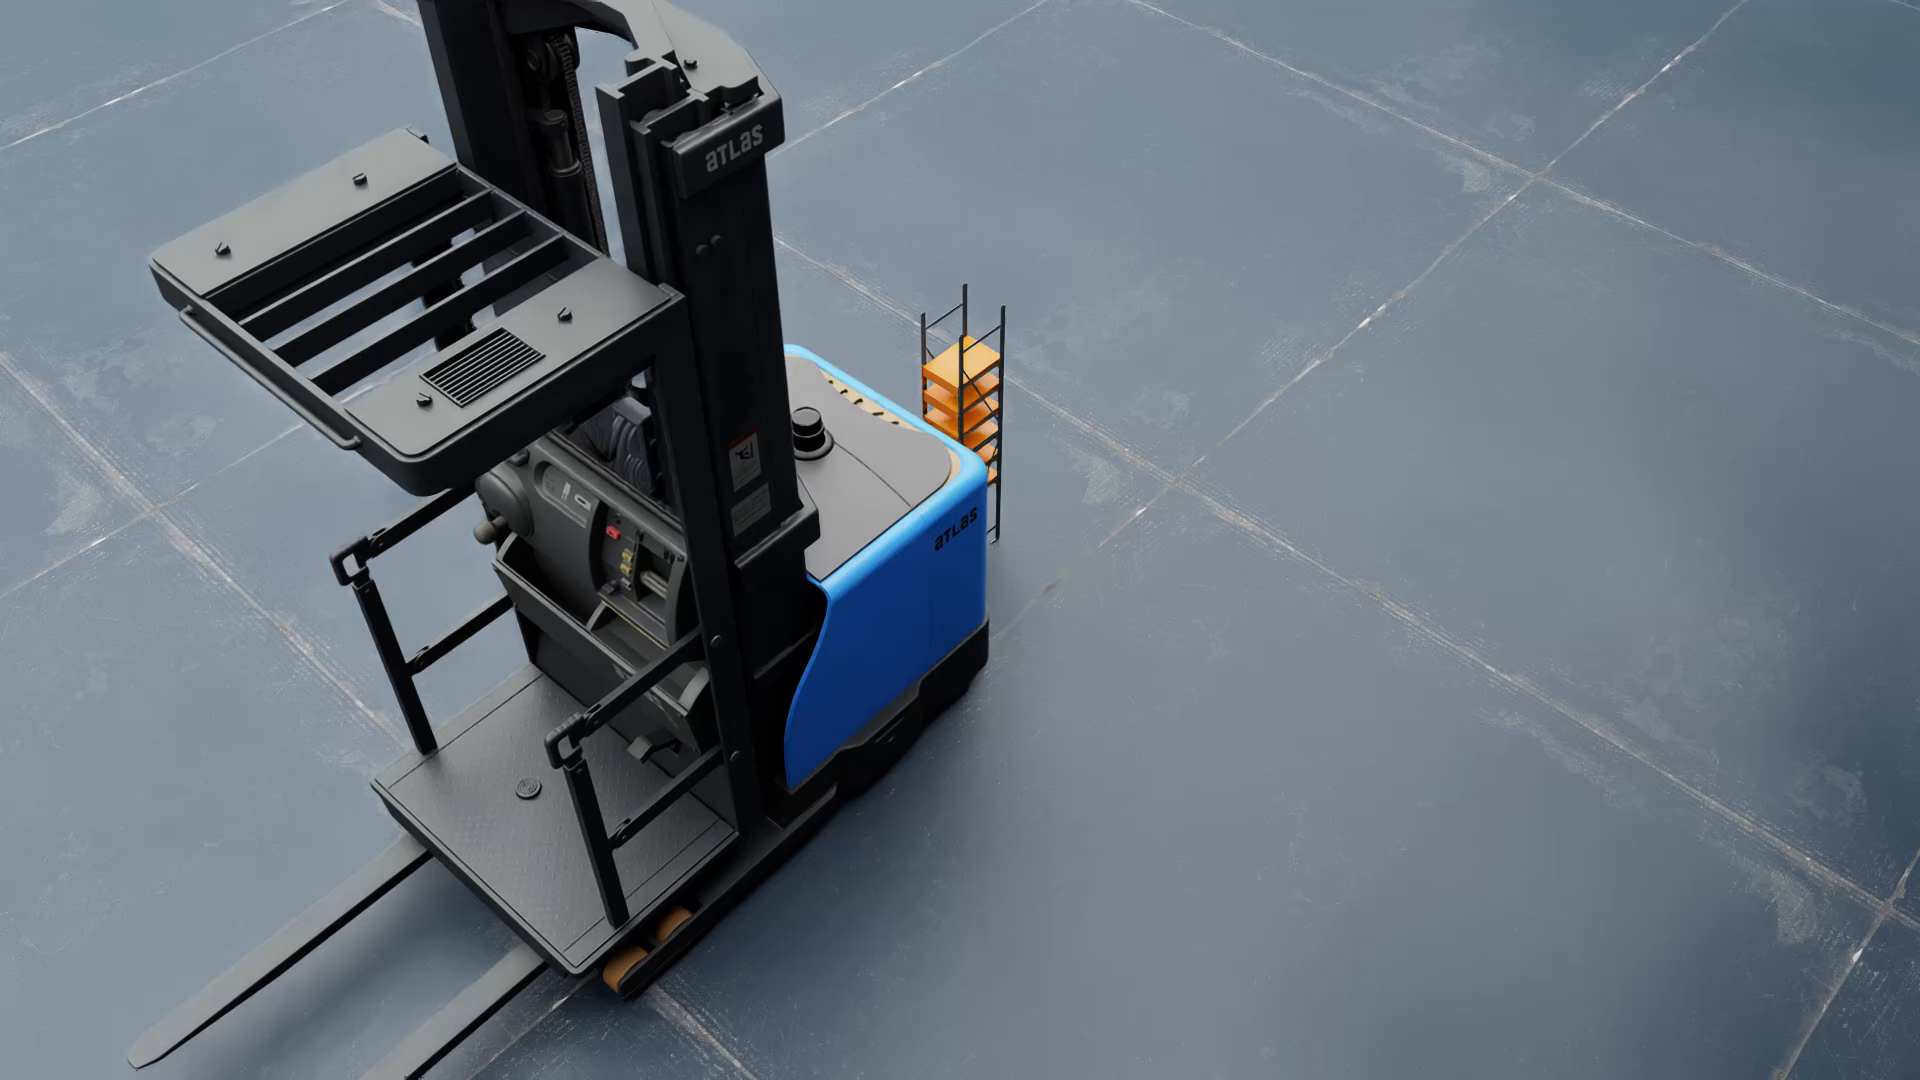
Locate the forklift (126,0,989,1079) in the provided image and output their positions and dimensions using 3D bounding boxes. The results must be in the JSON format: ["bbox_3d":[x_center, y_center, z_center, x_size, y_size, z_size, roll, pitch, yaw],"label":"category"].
[{"bbox_3d":[-1.248,0.039,4.703,1.130,2.935,3.031,33,55,27],"label":"forklift"}]

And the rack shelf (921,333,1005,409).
[{"bbox_3d":[0.011,-0.620,6.076,0.180,0.103,0.258,34,55,28],"label":"rack shelf"}]

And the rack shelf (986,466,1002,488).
[{"bbox_3d":[0.011,-0.209,6.513,0.180,0.103,0.258,34,55,28],"label":"rack shelf"}]

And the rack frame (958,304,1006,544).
[{"bbox_3d":[0.078,-0.358,6.263,0.006,1.200,0.240,34,55,28],"label":"rack frame"}]

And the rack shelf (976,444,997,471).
[{"bbox_3d":[0.011,-0.291,6.426,0.180,0.103,0.258,34,55,28],"label":"rack shelf"}]

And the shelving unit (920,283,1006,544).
[{"bbox_3d":[0.011,-0.404,6.306,0.189,1.200,0.258,34,55,28],"label":"shelving unit"}]

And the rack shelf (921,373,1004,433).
[{"bbox_3d":[0.011,-0.537,6.163,0.180,0.103,0.258,34,55,28],"label":"rack shelf"}]

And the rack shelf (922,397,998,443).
[{"bbox_3d":[0.011,-0.455,6.251,0.180,0.103,0.258,34,55,28],"label":"rack shelf"}]

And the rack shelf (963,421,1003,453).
[{"bbox_3d":[0.011,-0.373,6.338,0.180,0.103,0.258,34,55,28],"label":"rack shelf"}]

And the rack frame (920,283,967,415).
[{"bbox_3d":[-0.057,-0.449,6.348,0.006,1.200,0.240,34,55,28],"label":"rack frame"}]
